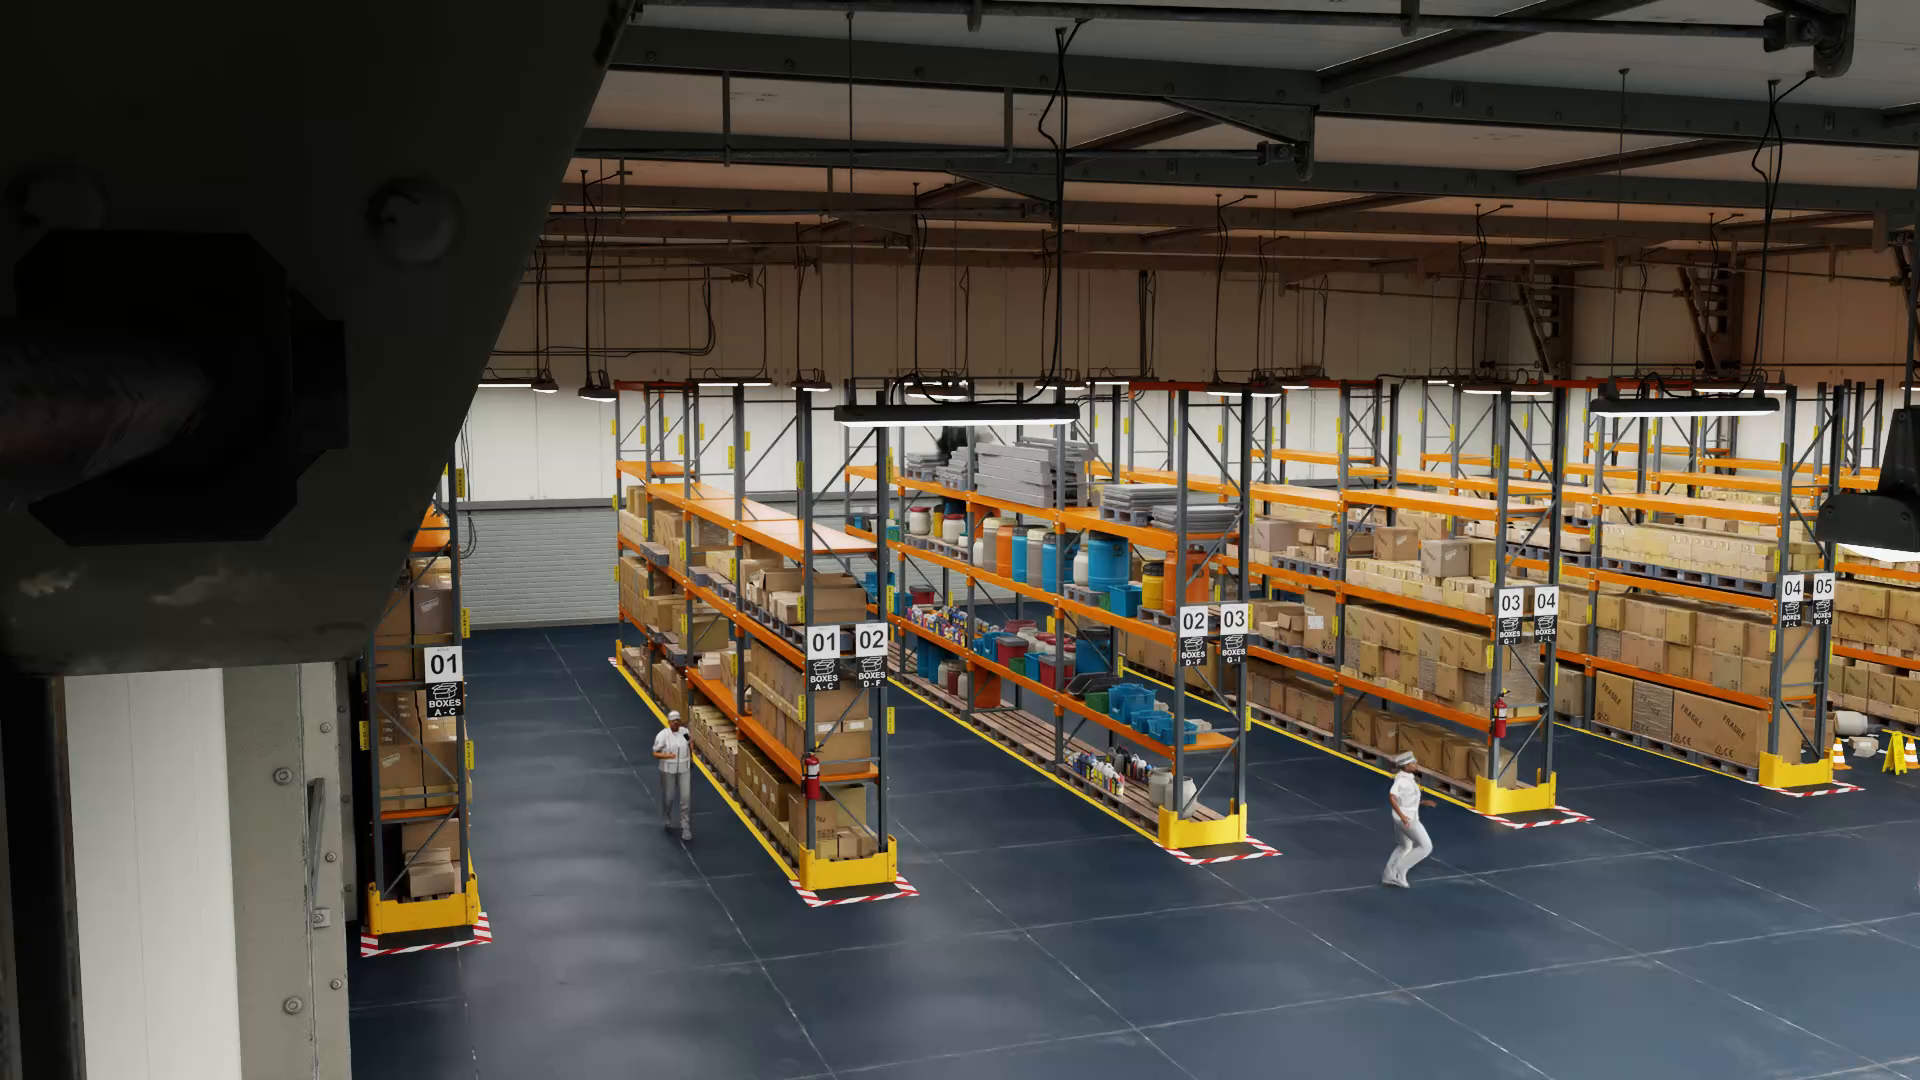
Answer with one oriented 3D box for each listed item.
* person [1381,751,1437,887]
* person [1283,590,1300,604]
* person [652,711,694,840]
[{"bbox_3d":[5.441,3.367,20.094,0.632,1.659,0.557,1,6,8],"label":"person"},{"bbox_3d":[8.322,1.151,41.827,0.488,1.553,0.541,-2,6,-15],"label":"person"},{"bbox_3d":[-3.838,3.118,22.360,0.589,1.665,0.872,-2,7,-22],"label":"person"}]
